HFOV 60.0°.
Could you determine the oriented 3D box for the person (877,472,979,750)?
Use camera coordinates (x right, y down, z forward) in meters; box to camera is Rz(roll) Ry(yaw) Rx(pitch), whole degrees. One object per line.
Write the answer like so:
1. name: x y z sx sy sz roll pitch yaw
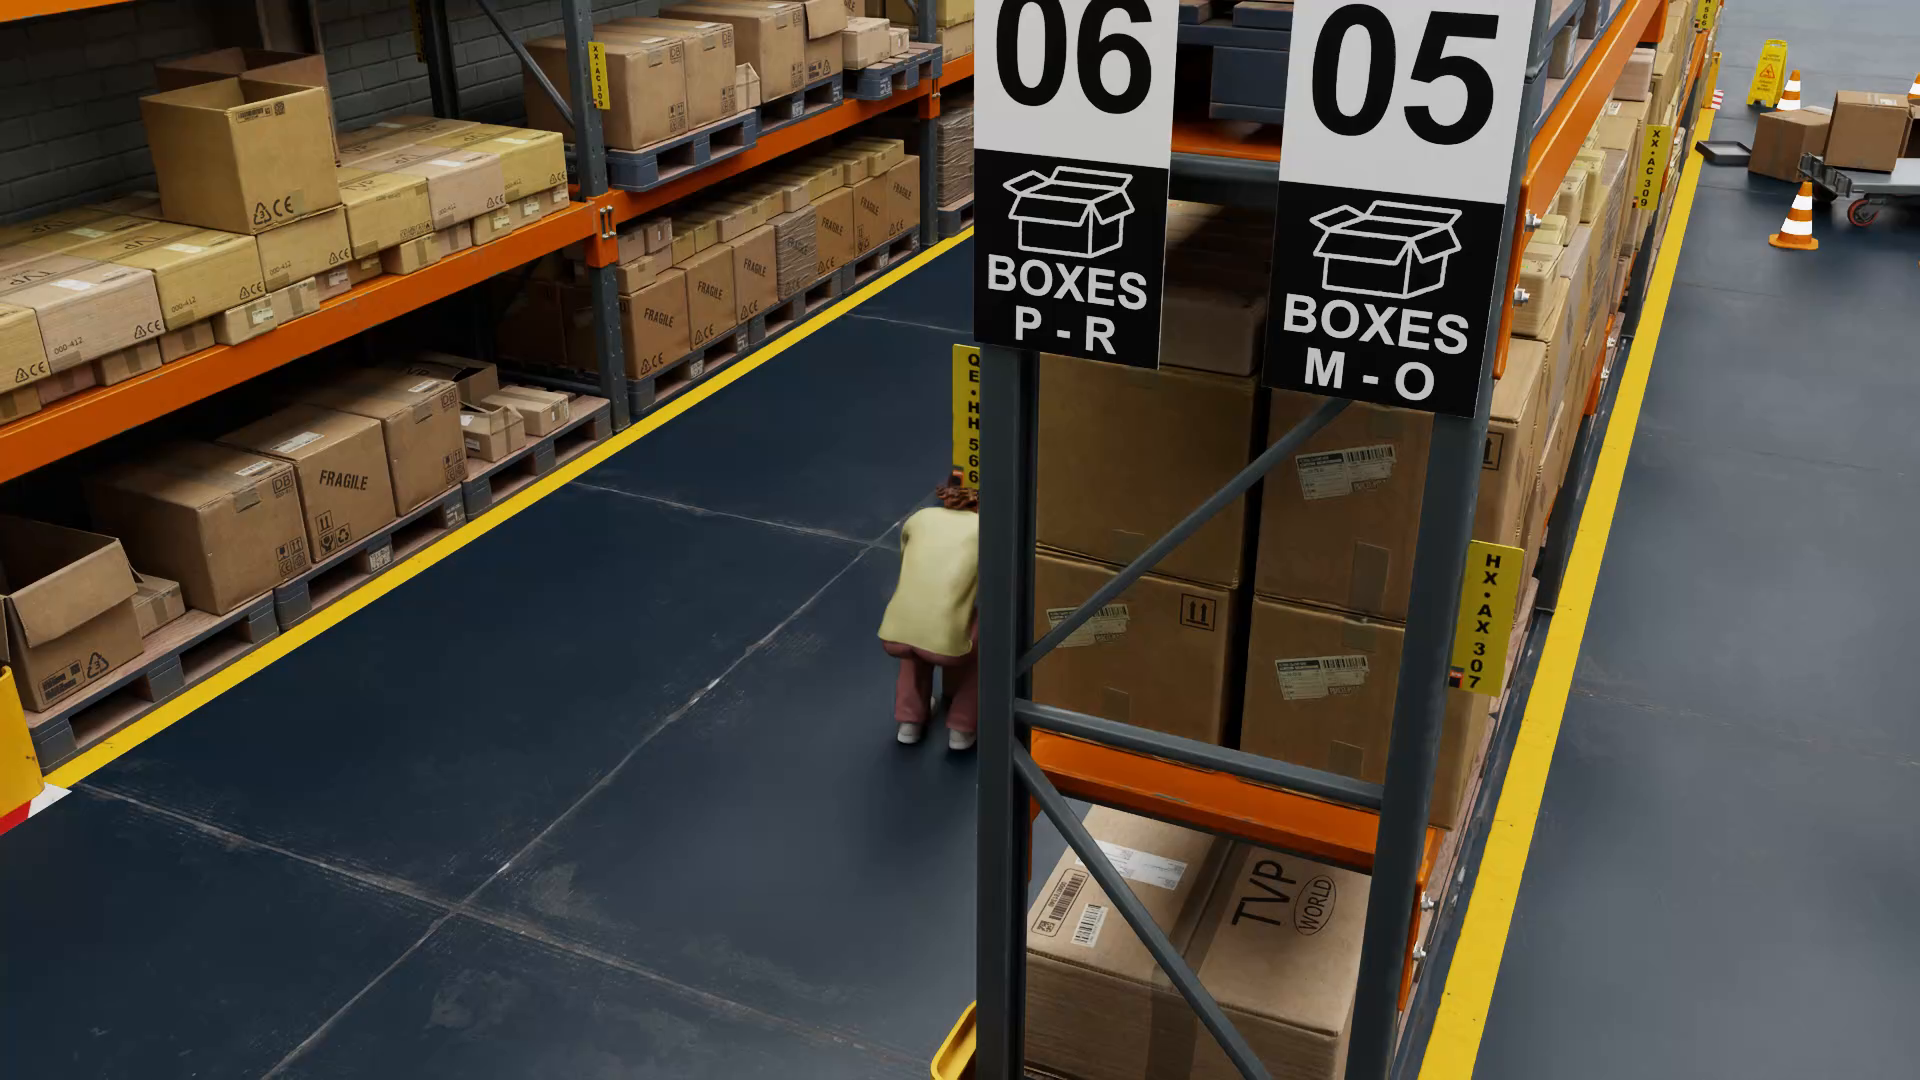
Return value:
1. person: -0.056 0.270 6.361 0.488 0.976 0.786 11 28 22
